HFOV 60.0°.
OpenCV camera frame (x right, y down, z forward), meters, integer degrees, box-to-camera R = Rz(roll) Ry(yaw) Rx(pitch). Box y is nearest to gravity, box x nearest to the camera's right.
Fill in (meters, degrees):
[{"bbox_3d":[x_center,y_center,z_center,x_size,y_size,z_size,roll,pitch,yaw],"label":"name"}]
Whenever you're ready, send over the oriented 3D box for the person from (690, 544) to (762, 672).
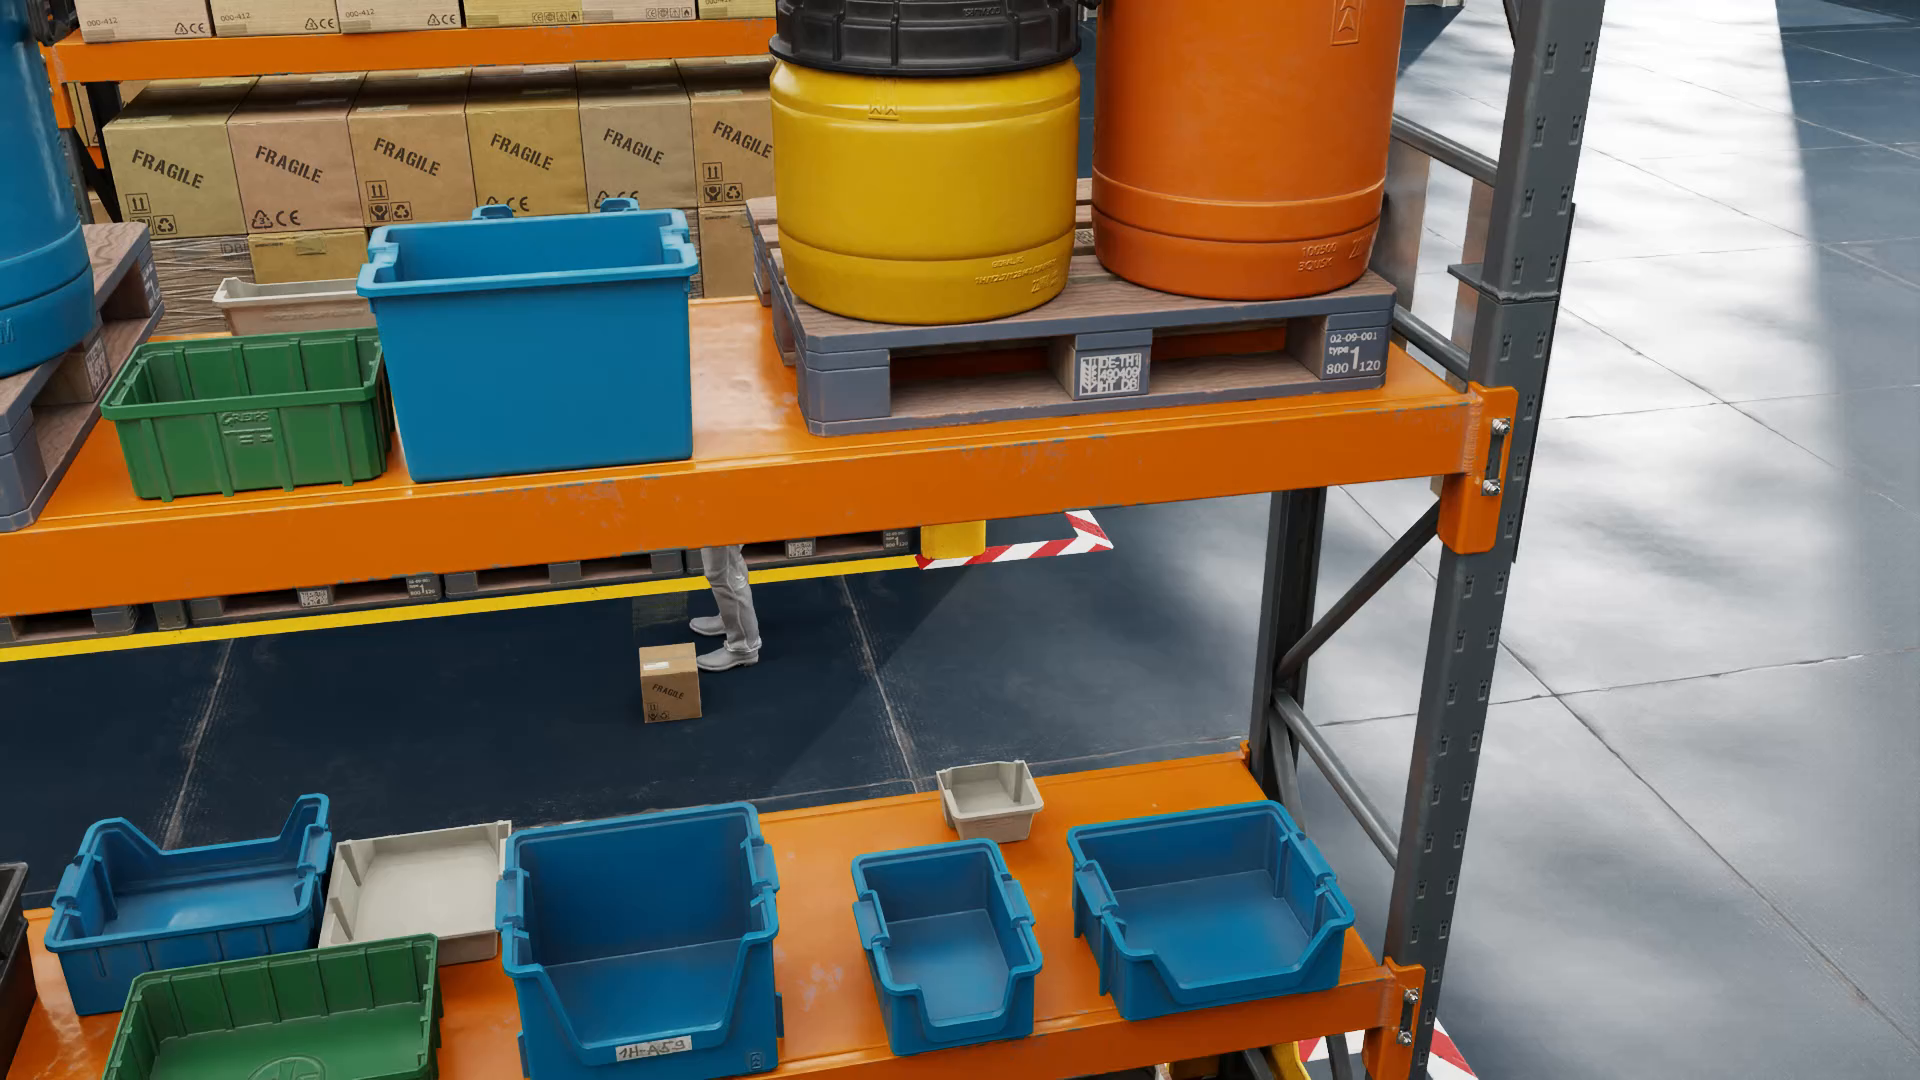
[{"bbox_3d":[-1.111,-0.251,7.599,0.457,1.758,0.627,-4,27,-8],"label":"person"}]
